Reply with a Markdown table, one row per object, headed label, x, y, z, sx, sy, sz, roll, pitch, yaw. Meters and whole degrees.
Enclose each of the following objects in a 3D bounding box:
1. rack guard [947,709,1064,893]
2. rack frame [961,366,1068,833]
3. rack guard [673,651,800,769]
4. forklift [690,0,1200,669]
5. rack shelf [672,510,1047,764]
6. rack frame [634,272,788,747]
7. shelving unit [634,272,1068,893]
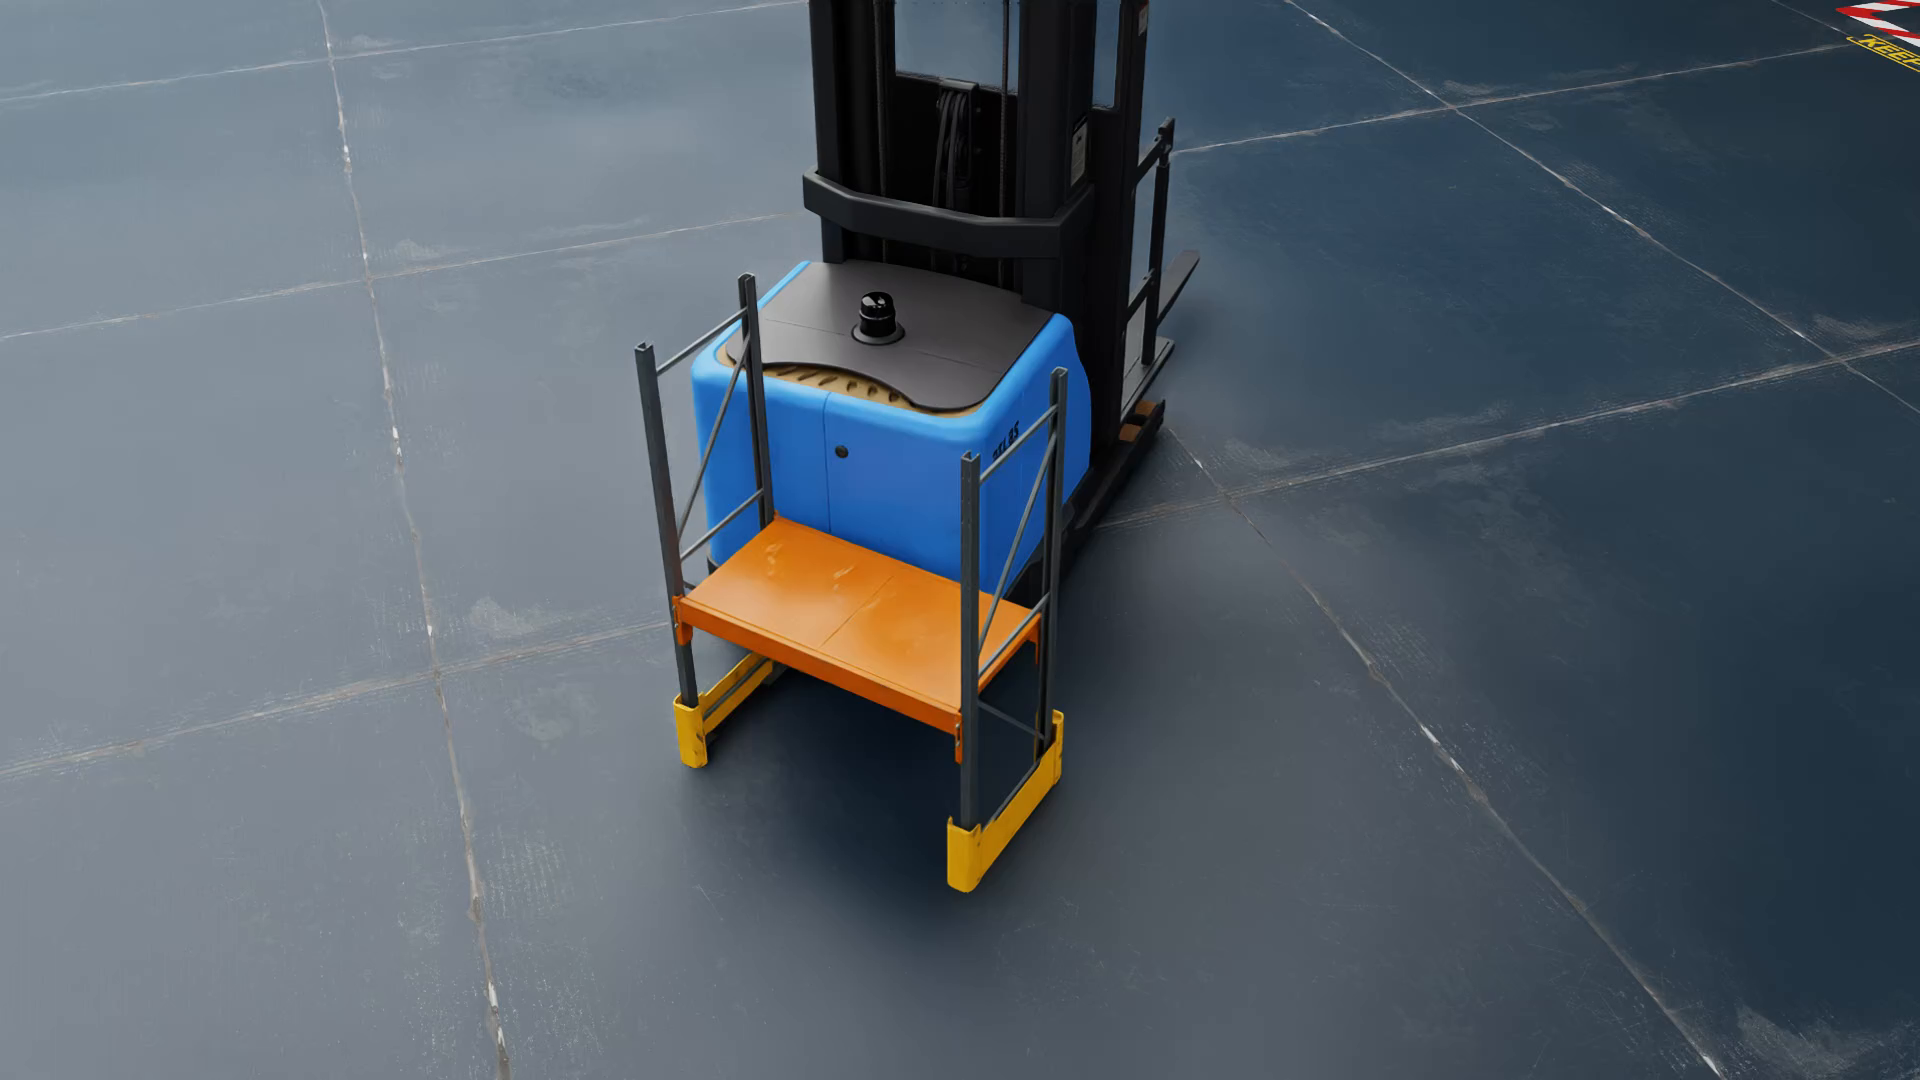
| label | x | y | z | sx | sy | sz | roll | pitch | yaw |
| --- | --- | --- | --- | --- | --- | --- | --- | --- | --- |
| rack guard | 0.141 | 0.776 | 5.012 | 0.087 | 0.250 | 0.587 | 20 | 41 | 24 |
| rack frame | 0.142 | 0.277 | 4.636 | 0.032 | 1.500 | 0.500 | 20 | 41 | 24 |
| rack guard | -0.713 | 0.467 | 5.422 | 0.087 | 0.250 | 0.587 | 20 | 41 | 24 |
| forklift | 0.187 | -1.562 | 5.888 | 1.130 | 2.935 | 3.031 | 15 | 39 | 19 |
| rack shelf | -0.294 | 0.263 | 4.953 | 1.000 | 0.185 | 0.538 | 20 | 41 | 24 |
| rack frame | -0.729 | -0.038 | 5.054 | 0.032 | 1.500 | 0.500 | 20 | 41 | 24 |
| shelving unit | -0.286 | 0.122 | 4.841 | 1.083 | 1.500 | 0.587 | 20 | 41 | 24 |
